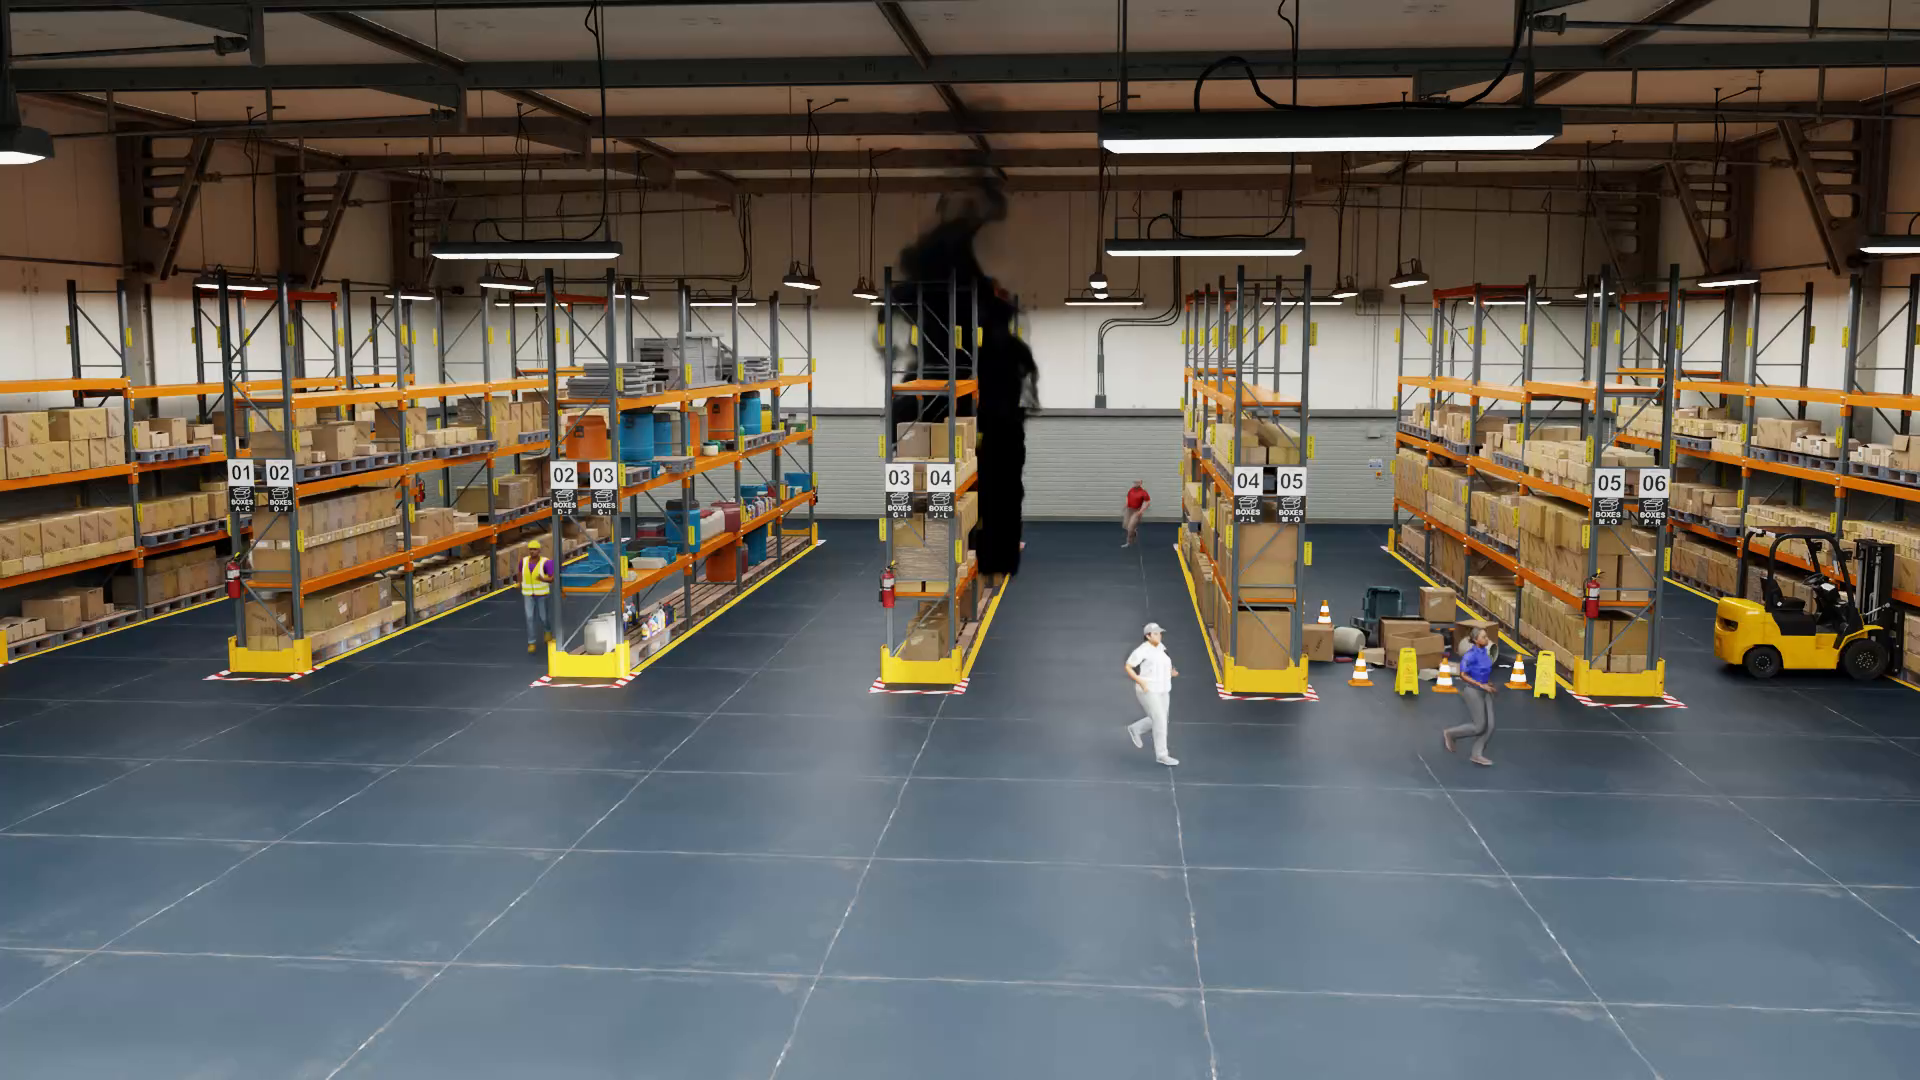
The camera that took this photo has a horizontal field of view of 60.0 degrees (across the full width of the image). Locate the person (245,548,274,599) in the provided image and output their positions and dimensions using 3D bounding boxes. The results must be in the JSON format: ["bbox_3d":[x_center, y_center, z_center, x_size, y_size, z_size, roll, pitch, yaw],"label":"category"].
[{"bbox_3d":[-11.815,0.712,28.213,0.640,1.836,0.727,1,7,6],"label":"person"}]

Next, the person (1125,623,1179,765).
[{"bbox_3d":[2.274,1.796,19.735,0.619,1.637,0.862,-7,10,-44],"label":"person"}]

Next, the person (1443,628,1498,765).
[{"bbox_3d":[6.065,1.826,19.632,0.624,1.612,0.575,6,9,41],"label":"person"}]

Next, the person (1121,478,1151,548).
[{"bbox_3d":[4.243,-0.647,39.753,0.712,1.671,0.618,6,9,40],"label":"person"}]

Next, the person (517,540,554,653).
[{"bbox_3d":[-6.772,0.869,26.624,0.701,1.750,0.981,0,7,0],"label":"person"}]
